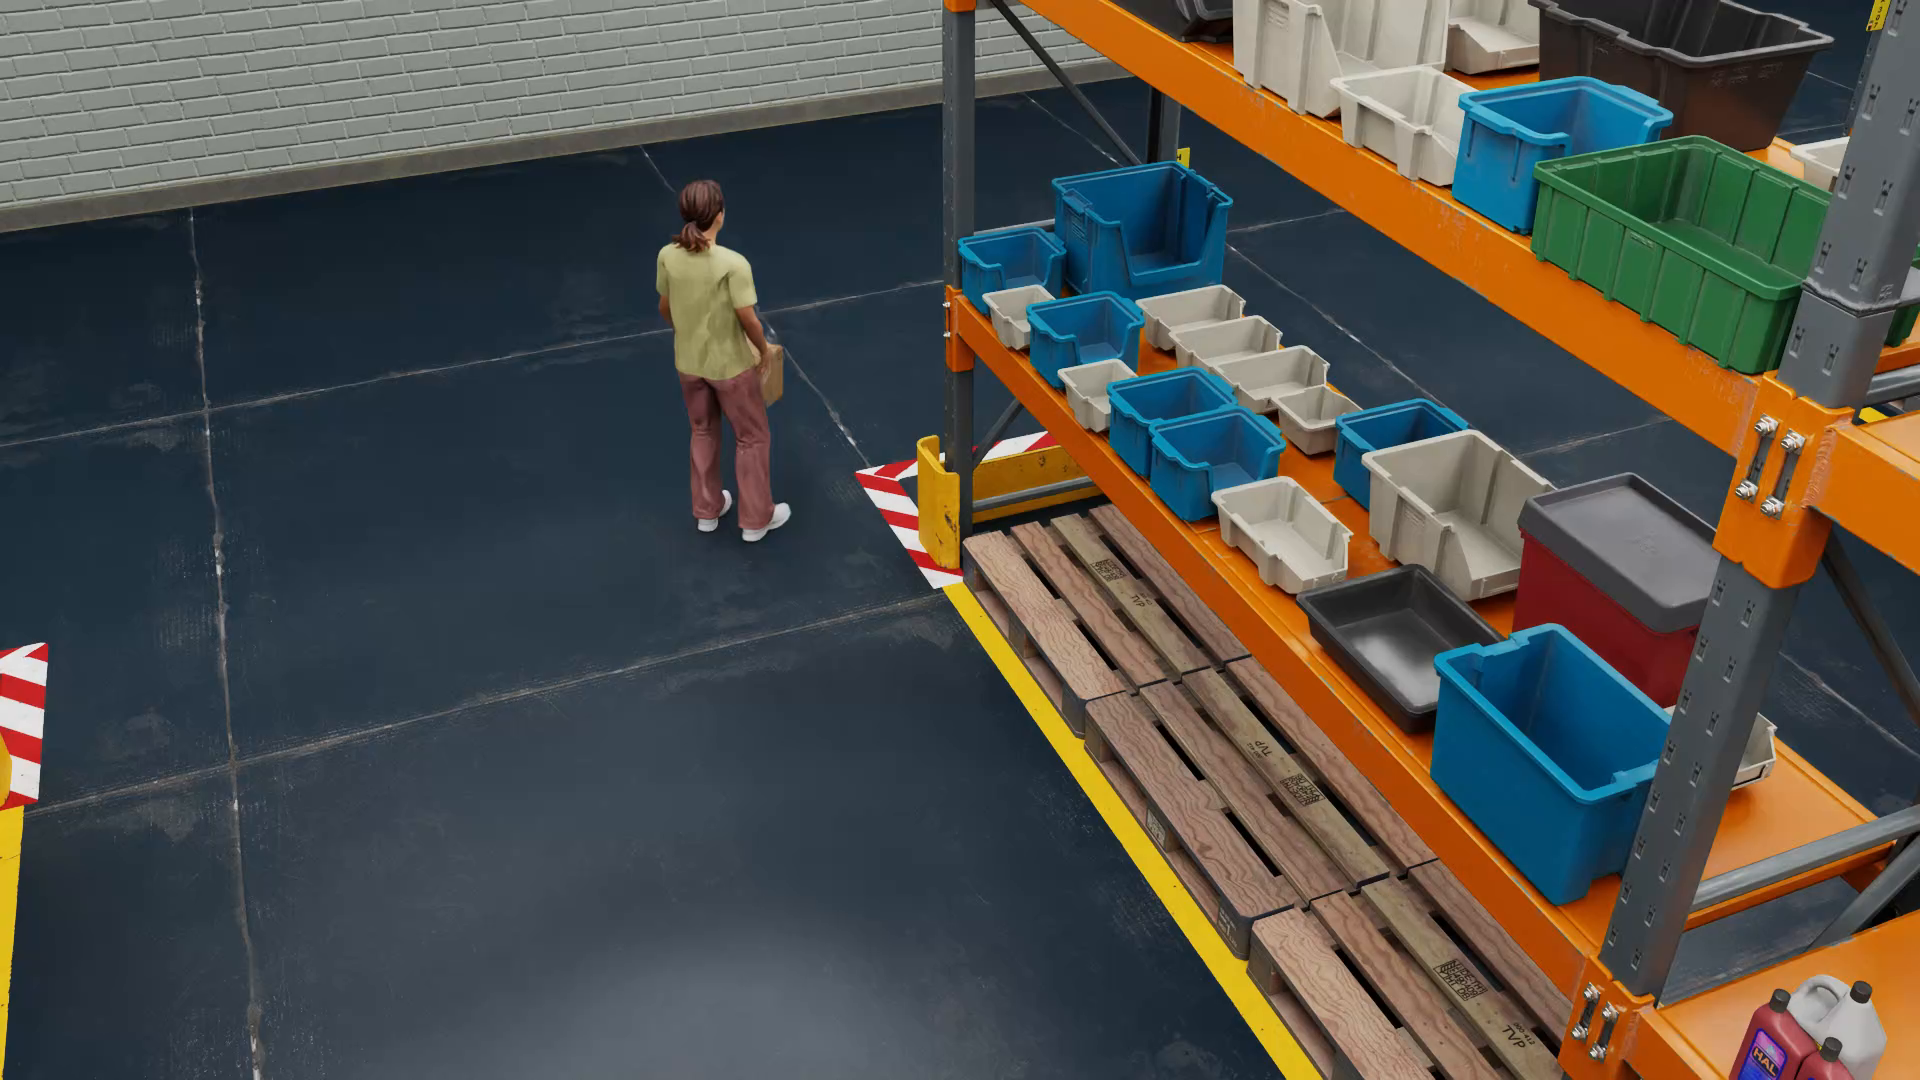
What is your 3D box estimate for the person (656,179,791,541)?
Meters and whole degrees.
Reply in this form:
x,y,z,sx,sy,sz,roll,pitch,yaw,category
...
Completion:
x,y,z,sx,sy,sz,roll,pitch,yaw,category
-1.061,-0.777,7.310,0.477,1.674,0.354,12,35,17,person
